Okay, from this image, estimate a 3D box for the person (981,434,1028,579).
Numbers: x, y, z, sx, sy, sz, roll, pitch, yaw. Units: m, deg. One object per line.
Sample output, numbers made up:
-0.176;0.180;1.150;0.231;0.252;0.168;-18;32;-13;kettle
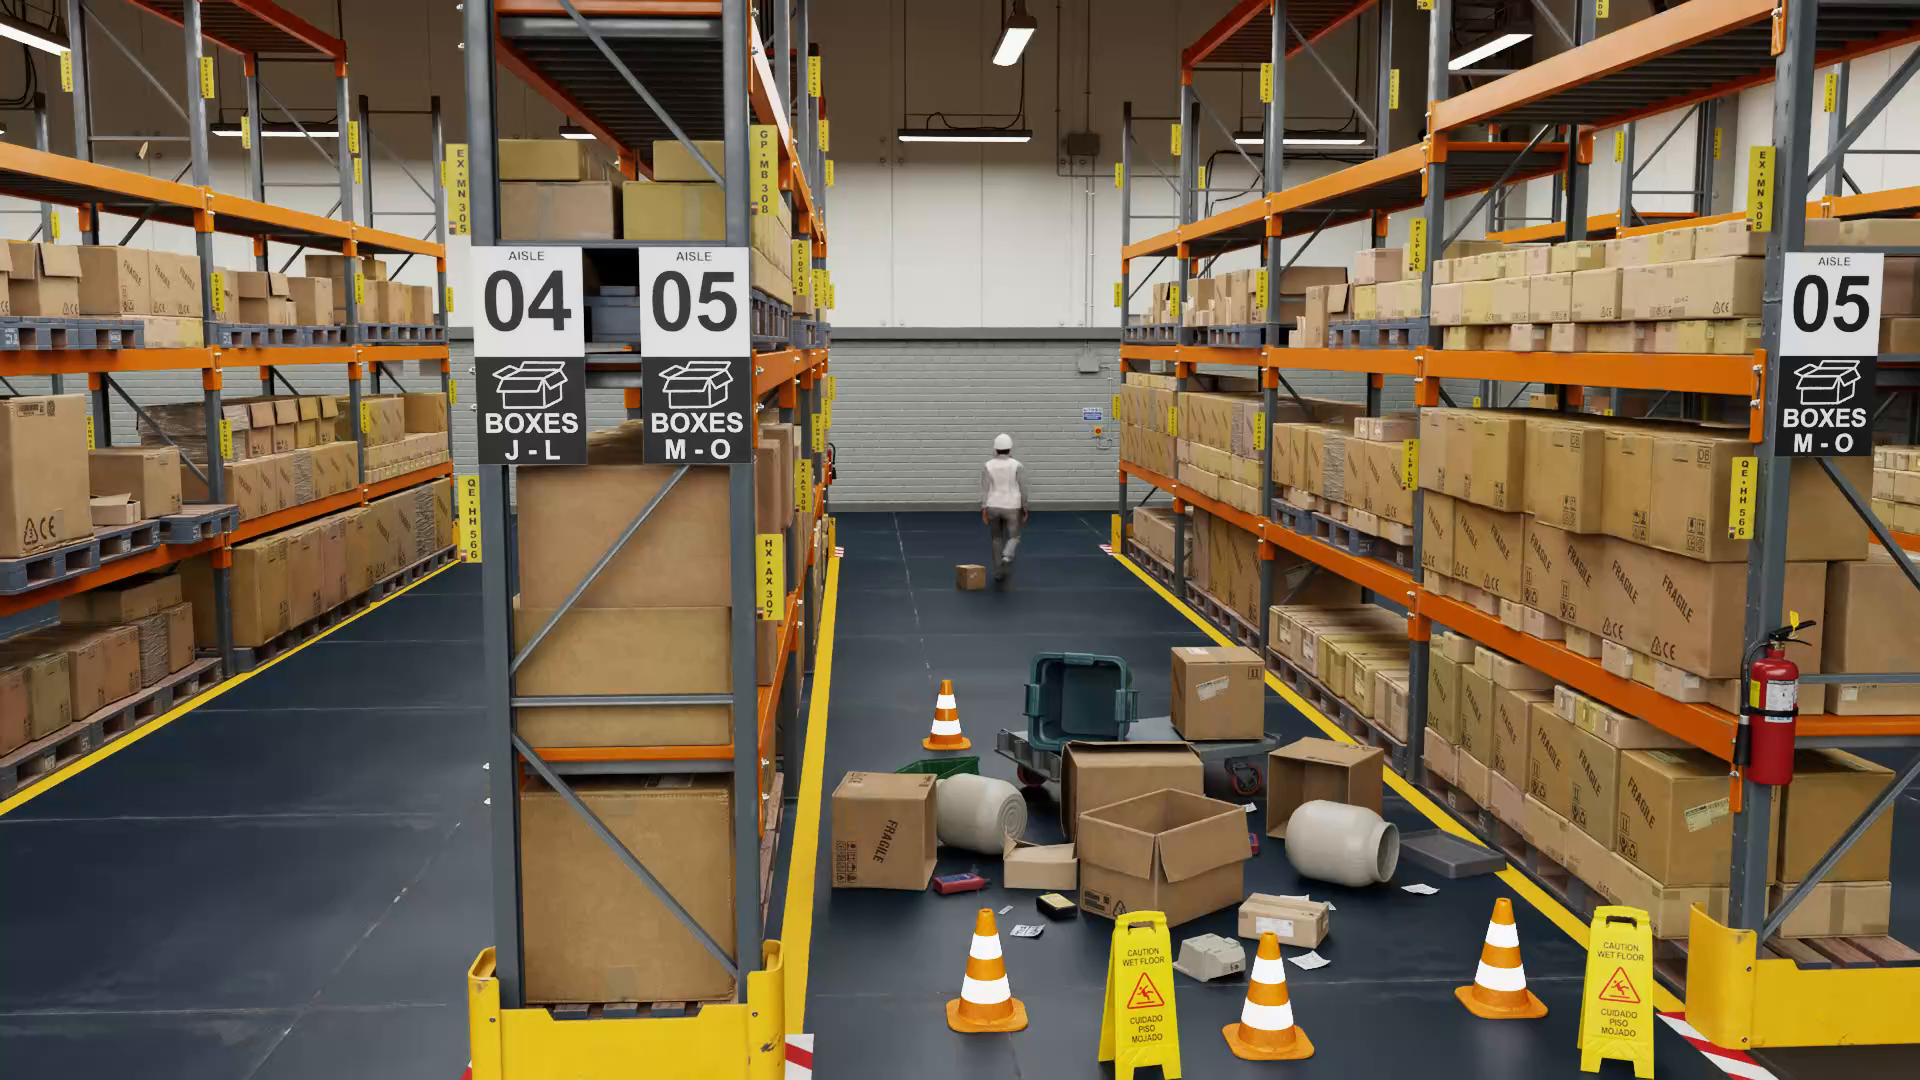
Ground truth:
0.527;-0.385;19.762;0.549;1.750;0.744;1;7;9;person
